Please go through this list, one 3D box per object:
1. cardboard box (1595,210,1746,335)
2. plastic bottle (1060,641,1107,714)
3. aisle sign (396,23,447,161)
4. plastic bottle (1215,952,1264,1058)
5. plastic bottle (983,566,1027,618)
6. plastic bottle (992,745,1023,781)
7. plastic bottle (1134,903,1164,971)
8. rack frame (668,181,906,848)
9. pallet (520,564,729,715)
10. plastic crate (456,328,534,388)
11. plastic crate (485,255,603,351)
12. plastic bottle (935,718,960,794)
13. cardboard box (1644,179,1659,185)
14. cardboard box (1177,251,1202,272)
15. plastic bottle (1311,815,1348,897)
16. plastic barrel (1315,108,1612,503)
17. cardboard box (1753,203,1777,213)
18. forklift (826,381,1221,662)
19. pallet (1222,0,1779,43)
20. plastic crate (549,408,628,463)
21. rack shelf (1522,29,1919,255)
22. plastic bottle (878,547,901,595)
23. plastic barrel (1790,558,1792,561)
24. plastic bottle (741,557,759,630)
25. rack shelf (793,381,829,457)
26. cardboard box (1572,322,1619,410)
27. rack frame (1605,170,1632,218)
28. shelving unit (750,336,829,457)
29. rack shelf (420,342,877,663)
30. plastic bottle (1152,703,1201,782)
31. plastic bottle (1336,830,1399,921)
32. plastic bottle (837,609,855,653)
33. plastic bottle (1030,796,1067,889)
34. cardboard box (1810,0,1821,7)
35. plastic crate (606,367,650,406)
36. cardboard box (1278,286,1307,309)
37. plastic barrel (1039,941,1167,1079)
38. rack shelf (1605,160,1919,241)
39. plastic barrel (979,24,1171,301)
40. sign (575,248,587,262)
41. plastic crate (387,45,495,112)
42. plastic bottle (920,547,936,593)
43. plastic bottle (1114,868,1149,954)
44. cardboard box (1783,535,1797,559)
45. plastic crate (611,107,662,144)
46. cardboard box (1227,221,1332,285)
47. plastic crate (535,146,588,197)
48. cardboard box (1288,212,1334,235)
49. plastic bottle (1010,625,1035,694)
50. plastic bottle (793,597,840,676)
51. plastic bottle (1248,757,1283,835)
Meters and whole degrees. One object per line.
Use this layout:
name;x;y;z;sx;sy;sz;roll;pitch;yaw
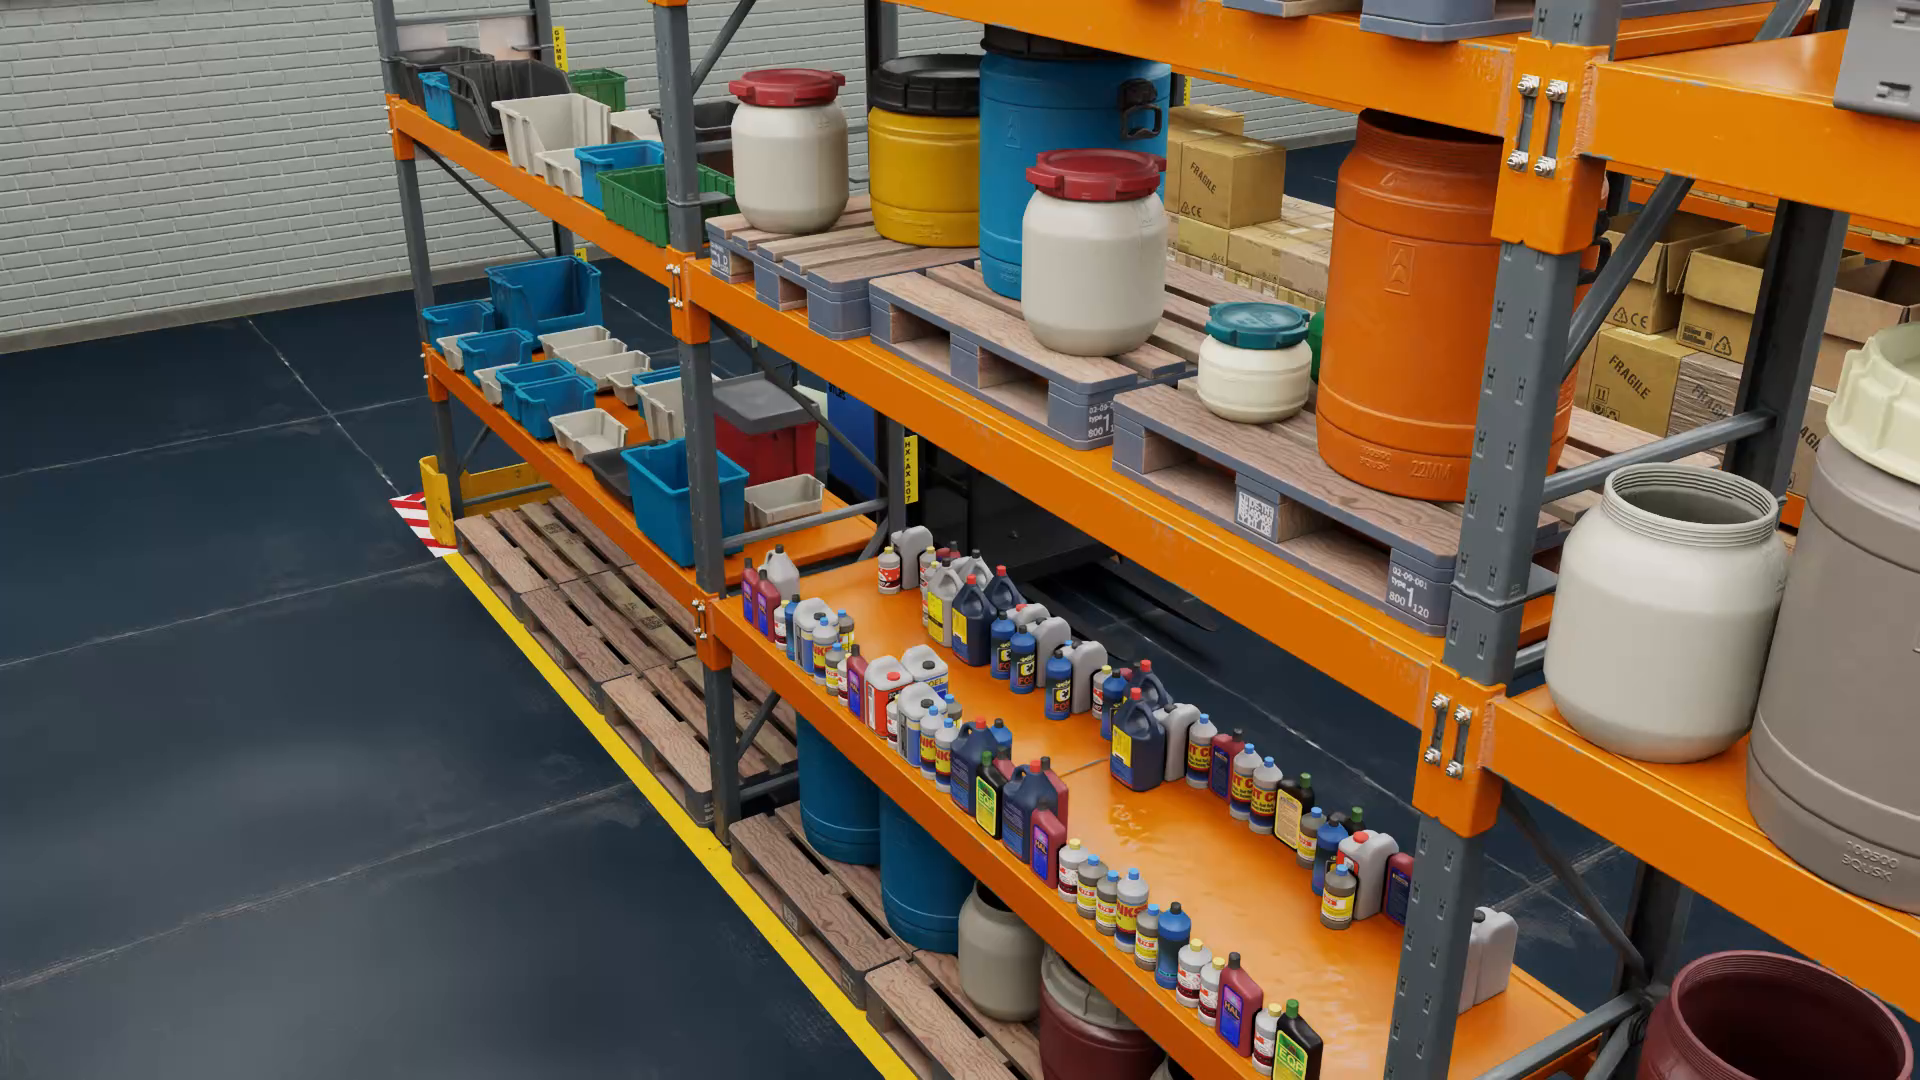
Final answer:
cardboard box;3.807;-1.491;9.102;0.797;0.503;0.637;-16;30;-31
plastic bottle;0.462;0.500;6.323;0.152;0.276;0.135;-16;29;-30
aisle sign;-3.170;-2.627;9.756;0.394;0.787;0.004;-16;29;-30
plastic bottle;0.781;1.291;4.637;0.061;0.283;0.133;-16;29;-30
plastic bottle;0.178;0.277;6.708;0.144;0.351;0.185;-16;29;-30
plastic bottle;0.160;0.837;5.599;0.061;0.283;0.133;-16;29;-30
plastic bottle;0.574;1.179;4.972;0.097;0.201;0.097;0;25;0
rack frame;-0.699;-0.064;7.372;1.000;3.000;0.127;-16;29;-30
pallet;-1.803;0.506;9.431;1.003;0.211;1.213;-16;29;-30
plastic crate;-2.664;-1.046;9.577;0.416;0.233;0.300;-16;29;-30
plastic crate;-2.543;-1.462;10.221;0.616;0.435;0.499;-16;29;-30
plastic bottle;-0.040;0.745;5.808;0.097;0.271;0.097;0;25;0
cardboard box;6.040;-3.109;14.117;0.380;0.149;0.250;-16;30;-30
cardboard box;1.747;-1.965;11.692;0.380;0.149;0.250;-16;30;-31
plastic bottle;1.176;0.995;5.278;0.097;0.271;0.097;0;25;0
plastic barrel;1.178;-0.578;3.951;0.600;0.830;0.708;-16;29;-30
cardboard box;6.595;-2.740;13.335;0.380;0.149;0.250;-16;30;-30
forklift;0.341;-1.099;9.646;1.130;2.935;3.031;-15;29;-29
pallet;1.117;-1.345;3.748;1.213;0.211;1.003;-16;29;-30
plastic crate;-1.901;-0.525;8.587;0.293;0.136;0.466;-16;29;-30
rack shelf;2.577;-0.125;1.784;1.077;0.370;4.000;-16;29;-30
plastic bottle;-0.307;0.127;7.200;0.097;0.201;0.097;0;25;0
plastic barrel;1.663;0.157;3.572;0.294;0.245;0.294;0;25;0
plastic bottle;-0.856;0.219;6.909;0.061;0.283;0.133;-16;29;-30
rack shelf;-1.004;-0.786;11.423;0.720;0.370;0.431;21;32;37
cardboard box;3.493;-1.041;9.324;0.500;0.500;0.500;-15;29;-29
rack frame;3.451;-1.218;9.817;1.000;3.000;0.127;-16;29;-30
shelving unit;-1.004;-1.081;11.283;0.755;1.500;0.431;21;32;37
rack shelf;-1.790;-0.454;9.041;1.077;0.370;4.000;-16;29;-30
plastic bottle;0.763;0.696;5.906;0.152;0.276;0.135;-16;29;-30
plastic bottle;1.267;1.027;5.206;0.152;0.276;0.135;-16;29;-30
plastic bottle;-0.471;0.375;6.674;0.097;0.201;0.097;0;25;0
plastic bottle;0.283;0.965;5.328;0.061;0.283;0.133;-16;29;-30
cardboard box;6.627;-4.102;12.588;0.500;0.250;0.500;-16;30;-30
plastic crate;-1.790;-0.851;9.277;0.298;0.136;0.250;-16;29;-30
cardboard box;2.308;-1.597;10.914;0.380;0.149;0.250;-16;30;-30
plastic barrel;0.587;1.692;5.985;0.600;0.588;0.708;-16;29;-30
rack shelf;4.543;-1.534;7.815;1.077;0.370;4.000;-16;29;-30
plastic barrel;0.361;-1.262;5.318;0.600;0.901;0.708;-16;29;-30
sign;-2.430;-1.703;10.652;0.100;0.325;0.005;-16;29;-30
plastic crate;-2.906;-2.590;9.361;0.497;0.269;0.590;-16;29;-30
plastic bottle;-0.126;0.126;7.201;0.097;0.201;0.097;0;25;0
plastic bottle;0.520;1.112;5.031;0.097;0.271;0.097;0;25;0
cardboard box;4.795;0.411;8.363;1.225;0.875;0.875;-15;29;-29
plastic crate;-1.546;-2.051;8.376;0.437;0.136;0.530;-16;29;-30
cardboard box;2.153;-1.931;11.154;0.500;0.250;0.500;-16;30;-31
plastic crate;-1.712;-1.668;7.564;0.293;0.136;0.466;-16;29;-30
cardboard box;2.597;-2.055;11.418;0.500;0.250;0.500;-15;29;-29
plastic bottle;0.241;0.455;6.424;0.097;0.271;0.097;0;25;0
plastic bottle;-0.565;0.377;6.583;0.152;0.276;0.135;-16;29;-30
plastic bottle;1.028;0.851;5.584;0.097;0.271;0.097;0;25;0
